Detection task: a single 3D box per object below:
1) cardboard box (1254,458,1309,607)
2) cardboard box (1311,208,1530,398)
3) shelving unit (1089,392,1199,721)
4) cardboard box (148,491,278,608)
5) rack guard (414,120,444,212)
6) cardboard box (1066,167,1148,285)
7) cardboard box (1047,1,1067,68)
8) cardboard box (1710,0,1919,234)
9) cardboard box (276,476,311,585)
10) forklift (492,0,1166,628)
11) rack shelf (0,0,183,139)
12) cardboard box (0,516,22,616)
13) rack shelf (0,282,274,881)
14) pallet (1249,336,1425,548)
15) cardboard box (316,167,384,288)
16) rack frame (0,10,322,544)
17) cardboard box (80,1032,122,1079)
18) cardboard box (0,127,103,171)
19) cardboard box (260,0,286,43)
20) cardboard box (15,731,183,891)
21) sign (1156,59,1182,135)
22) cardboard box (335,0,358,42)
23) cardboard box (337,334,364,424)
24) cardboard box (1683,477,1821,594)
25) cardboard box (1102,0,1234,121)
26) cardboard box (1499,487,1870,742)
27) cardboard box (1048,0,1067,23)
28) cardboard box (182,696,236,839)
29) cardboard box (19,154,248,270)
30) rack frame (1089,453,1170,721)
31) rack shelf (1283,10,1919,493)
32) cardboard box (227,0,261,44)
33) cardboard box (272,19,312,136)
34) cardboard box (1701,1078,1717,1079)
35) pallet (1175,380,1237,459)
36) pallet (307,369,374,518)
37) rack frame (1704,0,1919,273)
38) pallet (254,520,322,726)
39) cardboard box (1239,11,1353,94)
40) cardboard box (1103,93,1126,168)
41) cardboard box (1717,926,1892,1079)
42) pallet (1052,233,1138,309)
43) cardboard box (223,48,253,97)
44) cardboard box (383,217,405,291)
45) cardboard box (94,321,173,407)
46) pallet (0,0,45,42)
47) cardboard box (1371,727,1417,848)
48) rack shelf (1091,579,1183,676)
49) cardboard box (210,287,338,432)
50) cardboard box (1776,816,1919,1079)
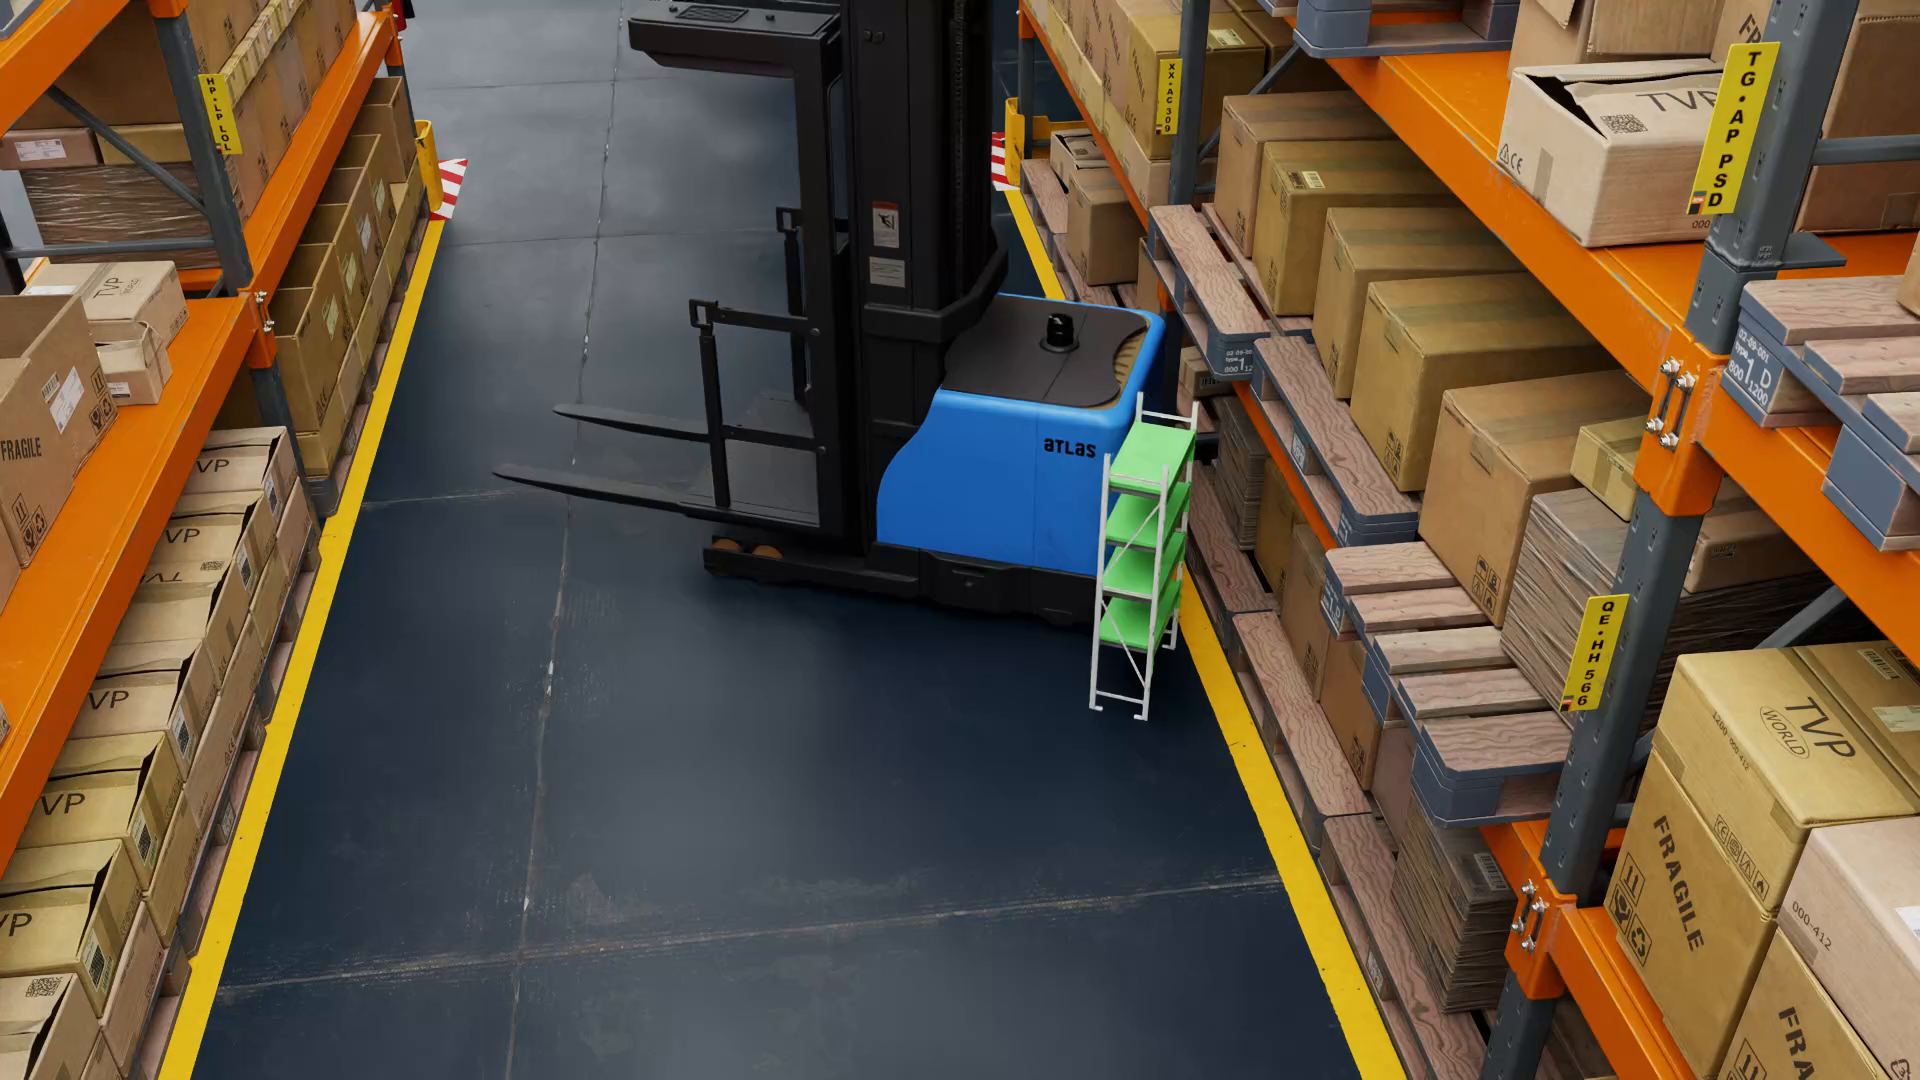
[{"bbox_3d":[1.665,-0.030,6.959,0.700,0.500,0.500,-5,35,-7],"label":"cardboard box"},{"bbox_3d":[1.652,-0.834,5.831,0.700,0.500,0.500,0,34,0],"label":"cardboard box"},{"bbox_3d":[0.722,0.075,6.574,0.258,1.200,0.503,11,36,16],"label":"shelving unit"},{"bbox_3d":[-3.063,0.028,6.617,0.500,0.311,0.500,-3,34,-5],"label":"cardboard box"},{"bbox_3d":[-4.019,-2.410,10.843,1.175,0.500,0.348,-4,35,-6],"label":"rack guard"},{"bbox_3d":[1.022,-1.832,9.603,0.700,0.500,0.500,-6,35,-9],"label":"cardboard box"},{"bbox_3d":[0.790,-2.884,9.433,0.500,0.250,0.500,-5,35,-7],"label":"cardboard box"},{"bbox_3d":[2.099,-1.051,3.859,0.500,0.500,0.500,-4,35,-6],"label":"cardboard box"},{"bbox_3d":[-3.135,-0.025,7.192,0.500,0.250,0.500,-5,35,-7],"label":"cardboard box"},{"bbox_3d":[-0.655,-1.293,7.045,3.031,2.935,1.130,9,35,13],"label":"forklift"},{"bbox_3d":[-3.209,-1.024,4.564,1.077,0.370,4.000,-4,35,-6],"label":"rack shelf"},{"bbox_3d":[-3.182,0.058,4.912,0.500,0.500,0.500,-6,35,-9],"label":"cardboard box"},{"bbox_3d":[-3.209,0.216,5.409,1.077,0.370,4.000,-4,35,-6],"label":"rack shelf"},{"bbox_3d":[1.661,-0.365,5.792,1.003,0.211,1.213,-4,35,-6],"label":"pallet"},{"bbox_3d":[-3.434,-1.664,8.931,0.500,0.500,0.500,-4,35,-6],"label":"cardboard box"},{"bbox_3d":[-3.478,-1.198,6.844,1.000,3.000,0.127,-4,35,-6],"label":"rack frame"},{"bbox_3d":[-2.720,1.683,4.686,0.500,0.250,0.500,-4,35,-7],"label":"cardboard box"},{"bbox_3d":[-3.727,-1.642,6.832,0.380,0.149,0.250,-4,35,-6],"label":"cardboard box"},{"bbox_3d":[-3.534,-2.536,8.142,0.380,0.149,0.250,-5,35,-7],"label":"cardboard box"},{"bbox_3d":[-2.865,0.874,5.375,0.500,0.311,0.500,-5,35,-8],"label":"cardboard box"},{"bbox_3d":[0.893,-1.887,7.087,0.100,0.325,0.005,-4,35,-6],"label":"sign"},{"bbox_3d":[-3.966,-3.210,9.707,0.700,0.500,0.500,-4,35,-6],"label":"cardboard box"},{"bbox_3d":[-3.302,-0.796,8.323,0.500,0.250,0.500,-4,35,-6],"label":"cardboard box"},{"bbox_3d":[1.892,-0.024,4.066,0.380,0.149,0.250,-9,35,-13],"label":"cardboard box"},{"bbox_3d":[0.987,-2.350,7.984,0.500,0.500,0.500,-5,35,-7],"label":"cardboard box"},{"bbox_3d":[1.895,0.173,4.354,0.700,0.500,0.500,-8,35,-12],"label":"cardboard box"},{"bbox_3d":[0.778,-3.209,9.244,0.500,0.500,0.500,-5,35,-8],"label":"cardboard box"},{"bbox_3d":[-2.933,0.826,5.942,0.500,0.250,0.500,-4,34,-5],"label":"cardboard box"},{"bbox_3d":[-3.544,-1.486,7.178,0.700,0.500,0.500,-5,35,-8],"label":"cardboard box"},{"bbox_3d":[0.642,0.204,6.384,0.240,1.200,0.015,11,36,16],"label":"rack frame"},{"bbox_3d":[1.699,-1.401,5.117,1.077,0.370,4.000,-4,35,-6],"label":"rack shelf"},{"bbox_3d":[-3.680,-2.584,7.637,0.700,0.500,0.500,-4,35,-6],"label":"cardboard box"},{"bbox_3d":[-3.755,-2.346,8.440,0.700,0.500,0.500,-3,34,-5],"label":"cardboard box"},{"bbox_3d":[1.760,1.250,3.457,0.380,0.149,0.250,-3,34,-5],"label":"cardboard box"},{"bbox_3d":[1.305,-0.795,8.729,1.003,0.211,1.213,-4,35,-6],"label":"pallet"},{"bbox_3d":[-3.544,-0.492,8.285,1.003,0.211,1.213,-4,35,-6],"label":"pallet"},{"bbox_3d":[1.968,-1.822,2.432,1.000,3.000,0.127,-4,35,-6],"label":"rack frame"},{"bbox_3d":[-3.340,0.363,7.030,1.003,0.211,1.213,-4,35,-6],"label":"pallet"},{"bbox_3d":[1.574,-2.109,7.631,0.500,0.500,0.500,-5,35,-7],"label":"cardboard box"},{"bbox_3d":[1.007,-2.041,8.197,0.500,0.250,0.500,-4,35,-6],"label":"cardboard box"},{"bbox_3d":[1.841,1.068,3.148,0.500,0.500,0.500,-3,34,-5],"label":"cardboard box"},{"bbox_3d":[1.137,-1.477,9.730,1.003,0.211,1.213,-4,35,-6],"label":"pallet"},{"bbox_3d":[-3.429,-2.102,7.506,0.380,0.149,0.250,-5,35,-7],"label":"cardboard box"},{"bbox_3d":[-3.503,-1.633,9.552,0.500,0.250,0.500,-4,35,-6],"label":"cardboard box"},{"bbox_3d":[-3.178,-0.665,6.182,0.396,0.266,0.258,-5,35,-8],"label":"cardboard box"},{"bbox_3d":[-3.347,-1.867,5.332,0.805,0.209,1.217,-6,35,-8],"label":"pallet"},{"bbox_3d":[1.865,0.814,5.720,0.700,0.500,0.500,-4,35,-6],"label":"cardboard box"},{"bbox_3d":[0.722,0.326,6.746,0.258,0.148,0.480,11,36,16],"label":"rack shelf"},{"bbox_3d":[-3.230,-0.827,7.703,0.500,0.500,0.500,-4,35,-6],"label":"cardboard box"},{"bbox_3d":[1.847,0.748,2.953,0.500,0.250,0.500,-5,35,-7],"label":"cardboard box"}]
